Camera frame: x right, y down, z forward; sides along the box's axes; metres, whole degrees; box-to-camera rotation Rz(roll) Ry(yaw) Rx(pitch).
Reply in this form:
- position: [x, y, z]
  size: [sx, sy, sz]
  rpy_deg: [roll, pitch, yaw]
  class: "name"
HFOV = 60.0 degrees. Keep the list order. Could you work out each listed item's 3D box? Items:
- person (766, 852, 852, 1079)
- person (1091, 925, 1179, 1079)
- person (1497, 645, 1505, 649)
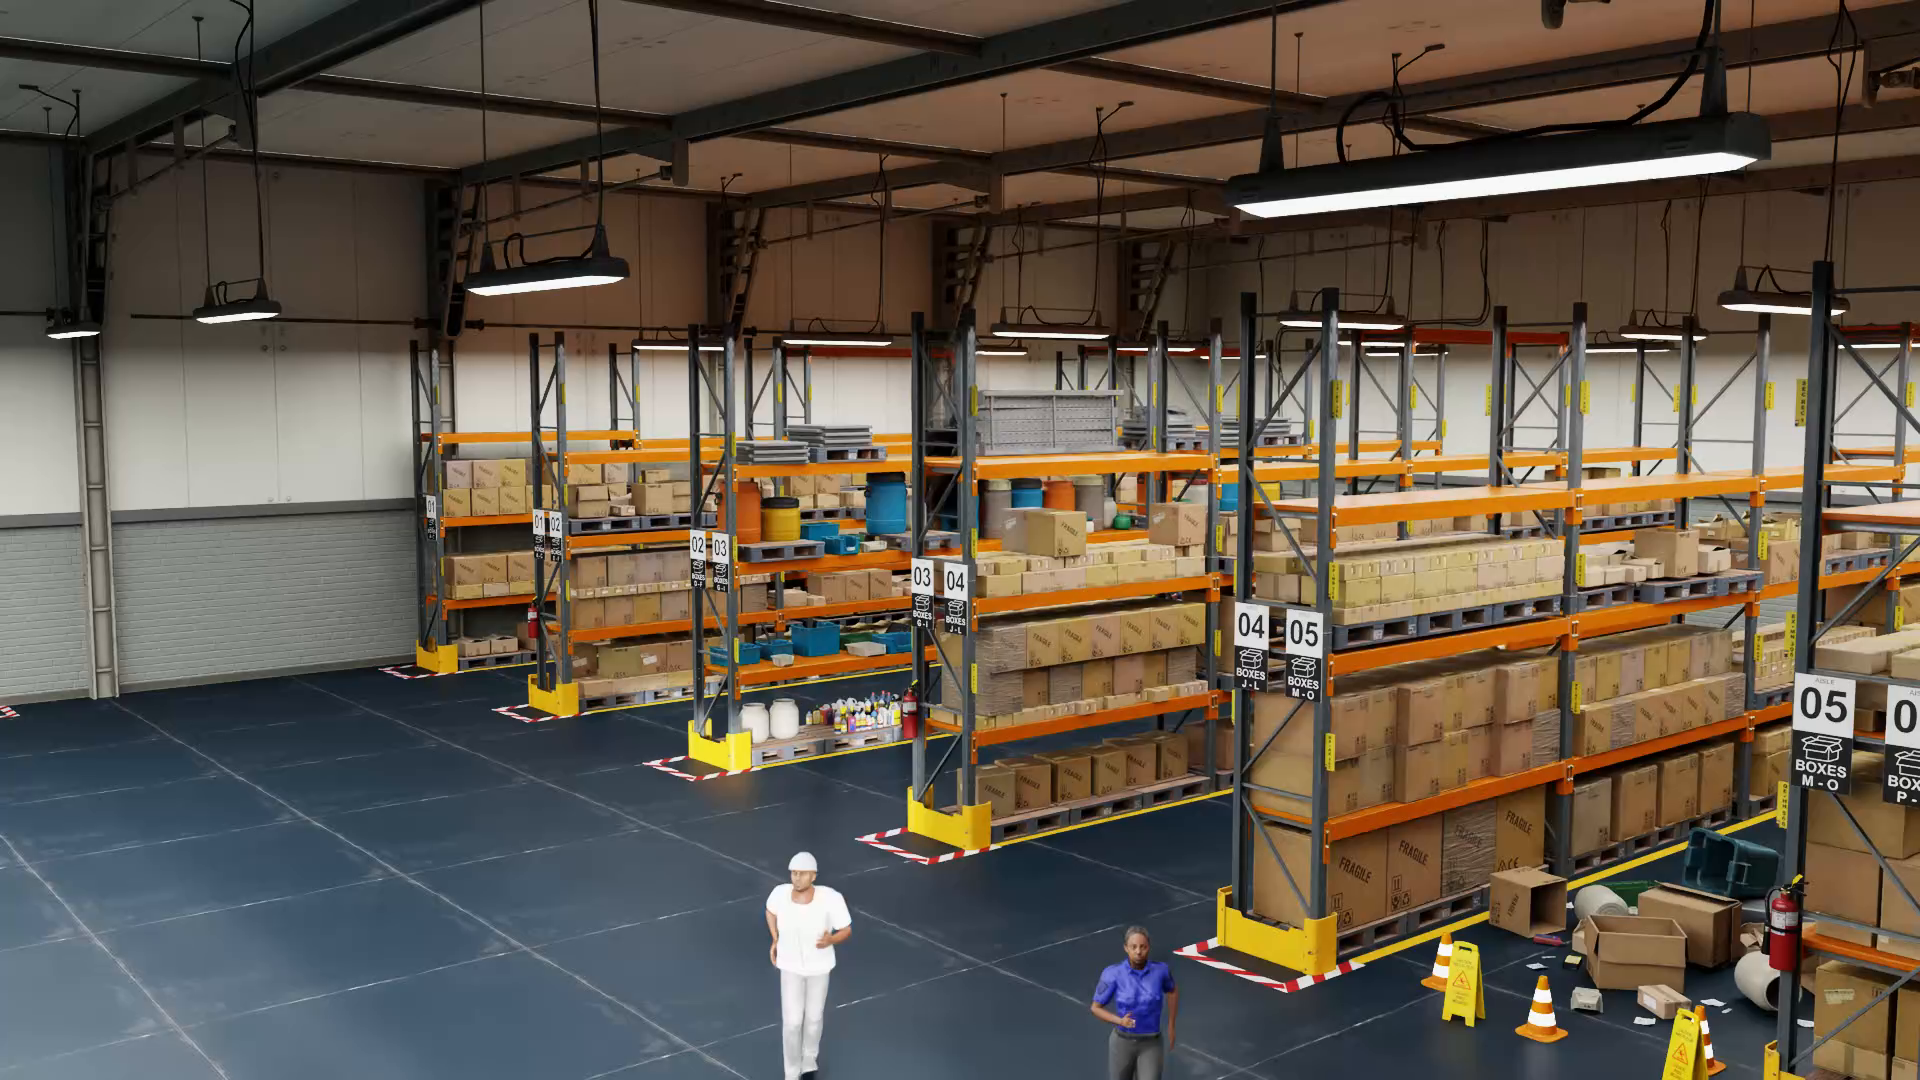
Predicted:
- position: [-1.117, 3.179, 12.200]
  size: [0.660, 1.829, 0.755]
  rpy_deg: [0, 5, 0]
  class: "person"
- position: [1.149, 3.328, 10.905]
  size: [0.598, 1.629, 0.875]
  rpy_deg: [0, 5, 0]
  class: "person"
- position: [7.262, 2.219, 22.587]
  size: [0.661, 1.744, 0.733]
  rpy_deg: [4, 7, 40]
  class: "person"
